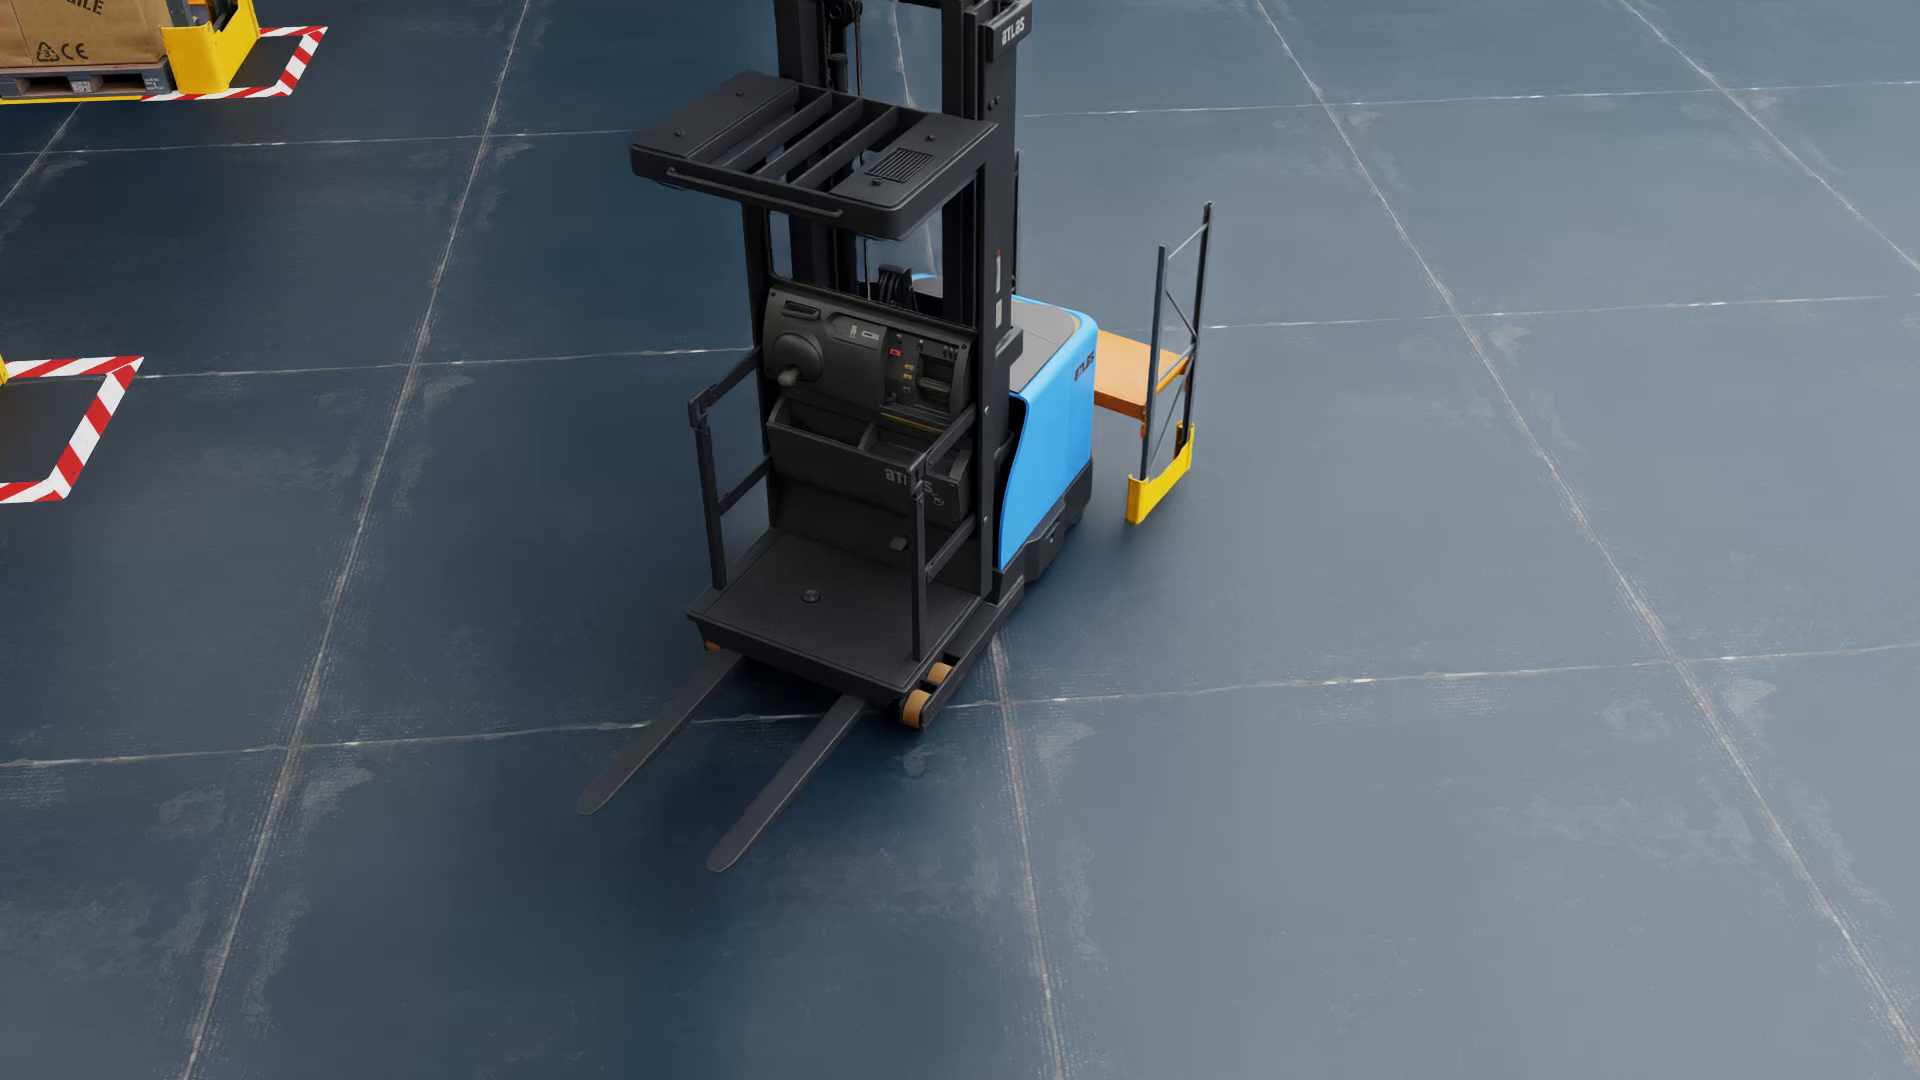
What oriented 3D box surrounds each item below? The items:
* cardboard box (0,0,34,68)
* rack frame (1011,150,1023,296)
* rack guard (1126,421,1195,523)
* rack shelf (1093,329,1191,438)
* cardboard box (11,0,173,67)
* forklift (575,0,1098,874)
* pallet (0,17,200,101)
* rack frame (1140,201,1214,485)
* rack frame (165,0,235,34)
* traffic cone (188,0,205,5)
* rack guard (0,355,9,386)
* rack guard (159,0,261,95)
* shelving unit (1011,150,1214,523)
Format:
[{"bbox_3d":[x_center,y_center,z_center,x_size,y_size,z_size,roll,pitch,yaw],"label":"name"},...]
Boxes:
[{"bbox_3d":[-7.205,-4.019,12.120,0.875,0.875,0.875,-4,38,-5],"label":"cardboard box"},{"bbox_3d":[0.159,-1.165,8.338,0.032,1.500,0.500,21,43,25],"label":"rack frame"},{"bbox_3d":[1.002,-0.344,8.307,0.087,0.250,0.587,21,43,25],"label":"rack guard"},{"bbox_3d":[0.589,-0.856,8.236,1.000,0.185,0.538,21,43,25],"label":"rack shelf"},{"bbox_3d":[-6.329,-4.068,12.183,0.875,0.875,0.875,-3,38,-4],"label":"cardboard box"},{"bbox_3d":[-0.482,-0.669,6.553,1.130,2.935,3.031,18,42,21],"label":"forklift"},{"bbox_3d":[-6.449,-3.629,12.501,1.213,0.211,1.003,-3,38,-4],"label":"pallet"},{"bbox_3d":[1.018,-0.829,7.911,0.032,1.500,0.500,21,43,25],"label":"rack frame"},{"bbox_3d":[-5.659,-4.816,11.754,0.127,3.000,1.000,-3,38,-4],"label":"rack frame"},{"bbox_3d":[-6.314,-4.667,13.613,0.334,0.463,0.336,-3,38,-4],"label":"traffic cone"},{"bbox_3d":[-5.396,-0.764,8.637,0.348,0.500,1.175,-3,38,-4],"label":"rack guard"},{"bbox_3d":[-5.635,-3.836,12.530,0.348,0.500,1.175,-3,38,-4],"label":"rack guard"},{"bbox_3d":[0.581,-1.000,8.129,1.083,1.500,0.587,21,43,25],"label":"shelving unit"}]
